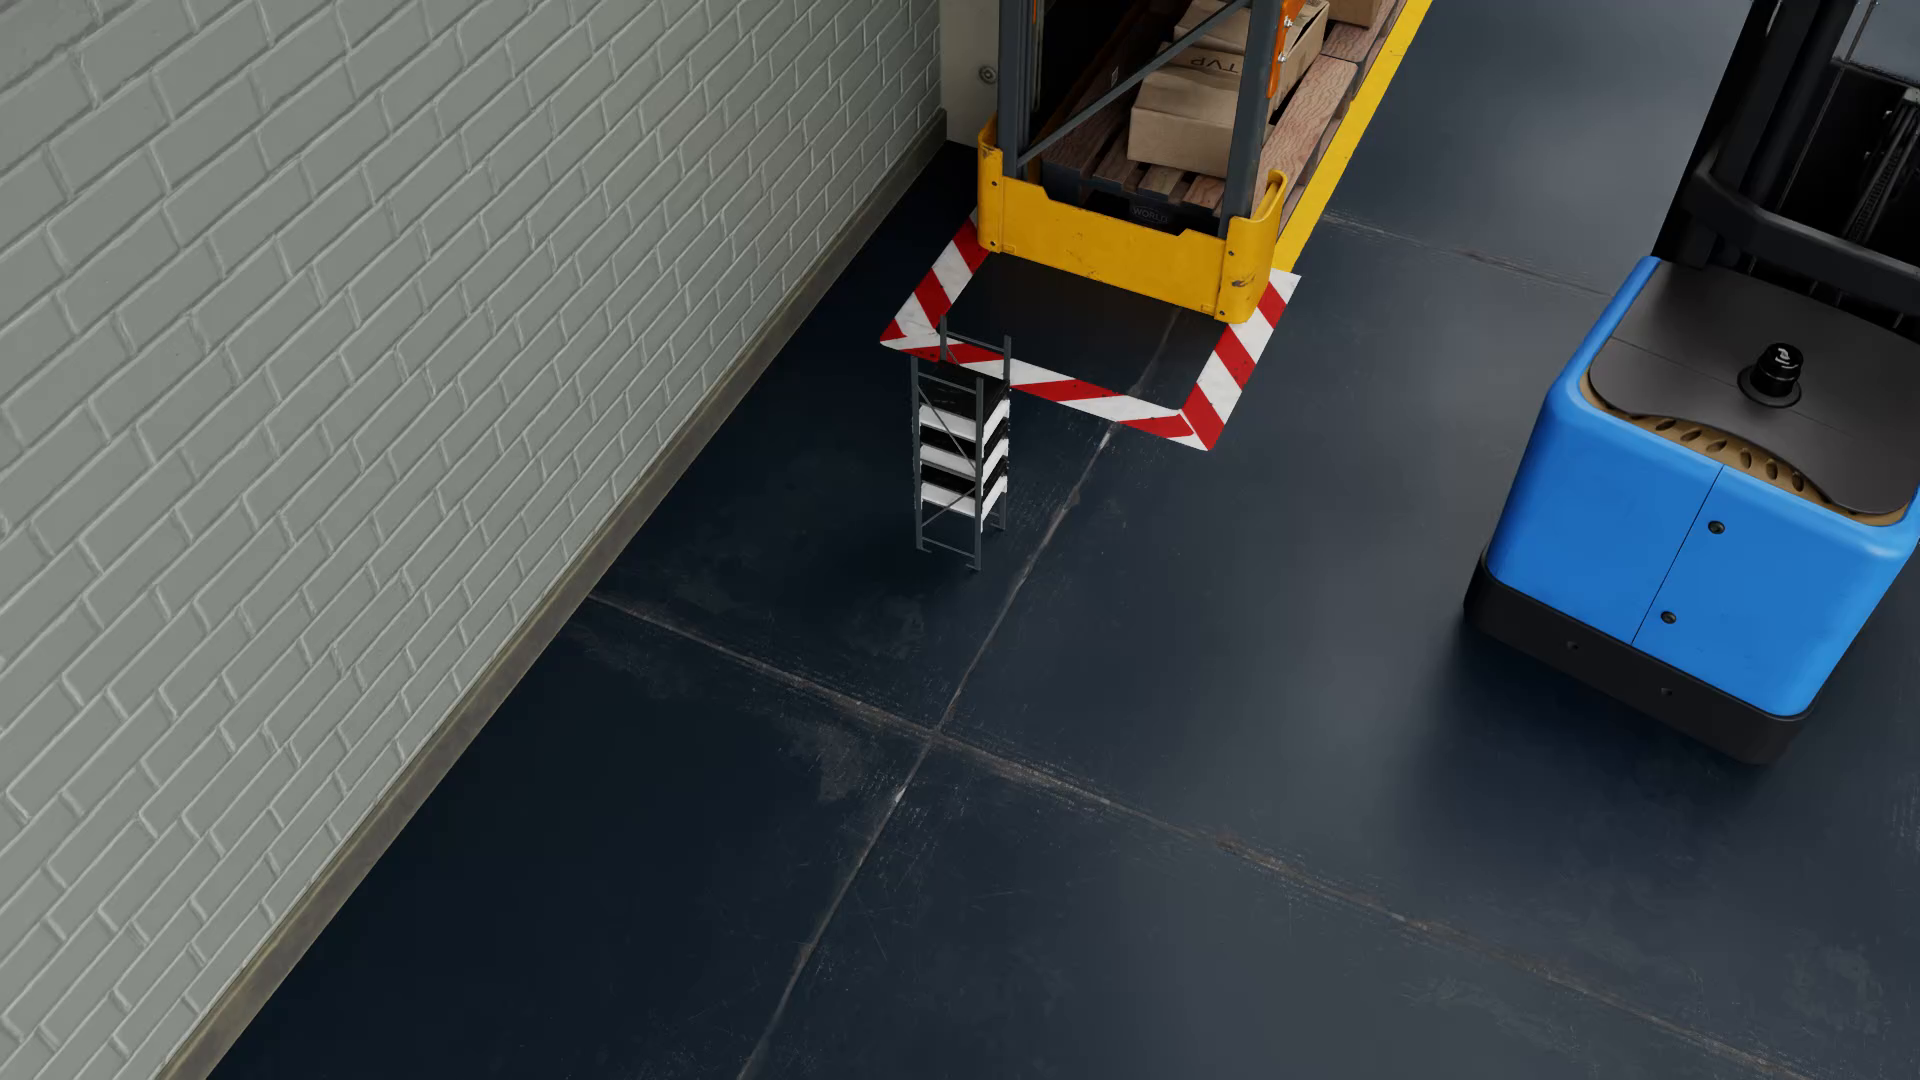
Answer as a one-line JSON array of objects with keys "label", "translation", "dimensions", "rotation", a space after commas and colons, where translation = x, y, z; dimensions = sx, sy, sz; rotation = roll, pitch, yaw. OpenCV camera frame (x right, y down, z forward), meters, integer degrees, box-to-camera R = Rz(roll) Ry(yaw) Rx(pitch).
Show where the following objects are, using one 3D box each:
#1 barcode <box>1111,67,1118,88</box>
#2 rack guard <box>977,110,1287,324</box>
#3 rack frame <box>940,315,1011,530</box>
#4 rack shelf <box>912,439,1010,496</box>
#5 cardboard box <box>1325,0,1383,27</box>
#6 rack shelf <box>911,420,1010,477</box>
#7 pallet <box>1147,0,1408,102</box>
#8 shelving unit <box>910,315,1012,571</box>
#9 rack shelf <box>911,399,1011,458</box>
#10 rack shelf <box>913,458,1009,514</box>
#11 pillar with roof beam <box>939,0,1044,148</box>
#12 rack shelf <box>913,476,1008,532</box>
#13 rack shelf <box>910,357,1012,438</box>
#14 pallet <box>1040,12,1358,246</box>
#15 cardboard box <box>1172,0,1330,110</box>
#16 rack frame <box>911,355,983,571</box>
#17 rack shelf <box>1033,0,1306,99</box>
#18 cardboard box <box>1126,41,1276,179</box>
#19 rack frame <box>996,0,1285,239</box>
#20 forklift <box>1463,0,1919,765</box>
[{"label": "barcode", "translation": [0.640, -1.915, 6.881], "dimensions": [0.001, 0.075, 0.075], "rotation": [20, 52, 16]}, {"label": "rack guard", "translation": [0.649, -1.293, 6.522], "dimensions": [1.175, 0.500, 0.348], "rotation": [20, 52, 16]}, {"label": "rack frame", "translation": [0.047, -0.367, 5.472], "dimensions": [0.240, 0.900, 0.006], "rotation": [20, 52, 16]}, {"label": "rack shelf", "translation": [0.003, -0.276, 5.437], "dimensions": [0.258, 0.077, 0.200], "rotation": [20, 52, 16]}, {"label": "cardboard box", "translation": [1.596, -2.712, 7.441], "dimensions": [0.700, 0.500, 0.500], "rotation": [17, 52, 14]}, {"label": "rack shelf", "translation": [0.003, -0.334, 5.369], "dimensions": [0.258, 0.077, 0.200], "rotation": [20, 52, 16]}, {"label": "pallet", "translation": [1.551, -2.585, 7.811], "dimensions": [1.003, 0.211, 1.213], "rotation": [20, 52, 16]}, {"label": "shelving unit", "translation": [0.003, -0.297, 5.412], "dimensions": [0.258, 0.900, 0.210], "rotation": [20, 52, 16]}, {"label": "rack shelf", "translation": [0.003, -0.392, 5.300], "dimensions": [0.258, 0.077, 0.200], "rotation": [20, 52, 16]}, {"label": "rack shelf", "translation": [0.003, -0.217, 5.506], "dimensions": [0.258, 0.077, 0.200], "rotation": [20, 52, 16]}, {"label": "pillar with roof beam", "translation": [4.026, -3.358, 2.699], "dimensions": [9.100, 9.000, 0.400], "rotation": [20, 52, 16]}, {"label": "rack shelf", "translation": [0.003, -0.159, 5.575], "dimensions": [0.258, 0.077, 0.200], "rotation": [20, 52, 16]}, {"label": "rack shelf", "translation": [0.003, -0.451, 5.232], "dimensions": [0.258, 0.077, 0.200], "rotation": [20, 52, 16]}, {"label": "pallet", "translation": [1.028, -1.748, 7.099], "dimensions": [1.003, 0.211, 1.213], "rotation": [20, 52, 16]}, {"label": "cardboard box", "translation": [1.237, -2.162, 7.097], "dimensions": [0.500, 0.311, 0.500], "rotation": [24, 54, 19]}, {"label": "rack frame", "translation": [-0.040, -0.227, 5.352], "dimensions": [0.240, 0.900, 0.006], "rotation": [20, 52, 16]}, {"label": "rack shelf", "translation": [1.471, -3.195, 6.972], "dimensions": [1.077, 0.370, 4.000], "rotation": [20, 52, 16]}, {"label": "cardboard box", "translation": [0.994, -1.770, 6.763], "dimensions": [0.500, 0.311, 0.500], "rotation": [14, 51, 12]}, {"label": "rack frame", "translation": [0.617, -2.051, 5.526], "dimensions": [1.000, 3.000, 0.127], "rotation": [20, 52, 16]}, {"label": "forklift", "translation": [2.924, -1.353, 4.977], "dimensions": [1.130, 2.935, 3.031], "rotation": [29, 55, 22]}]
